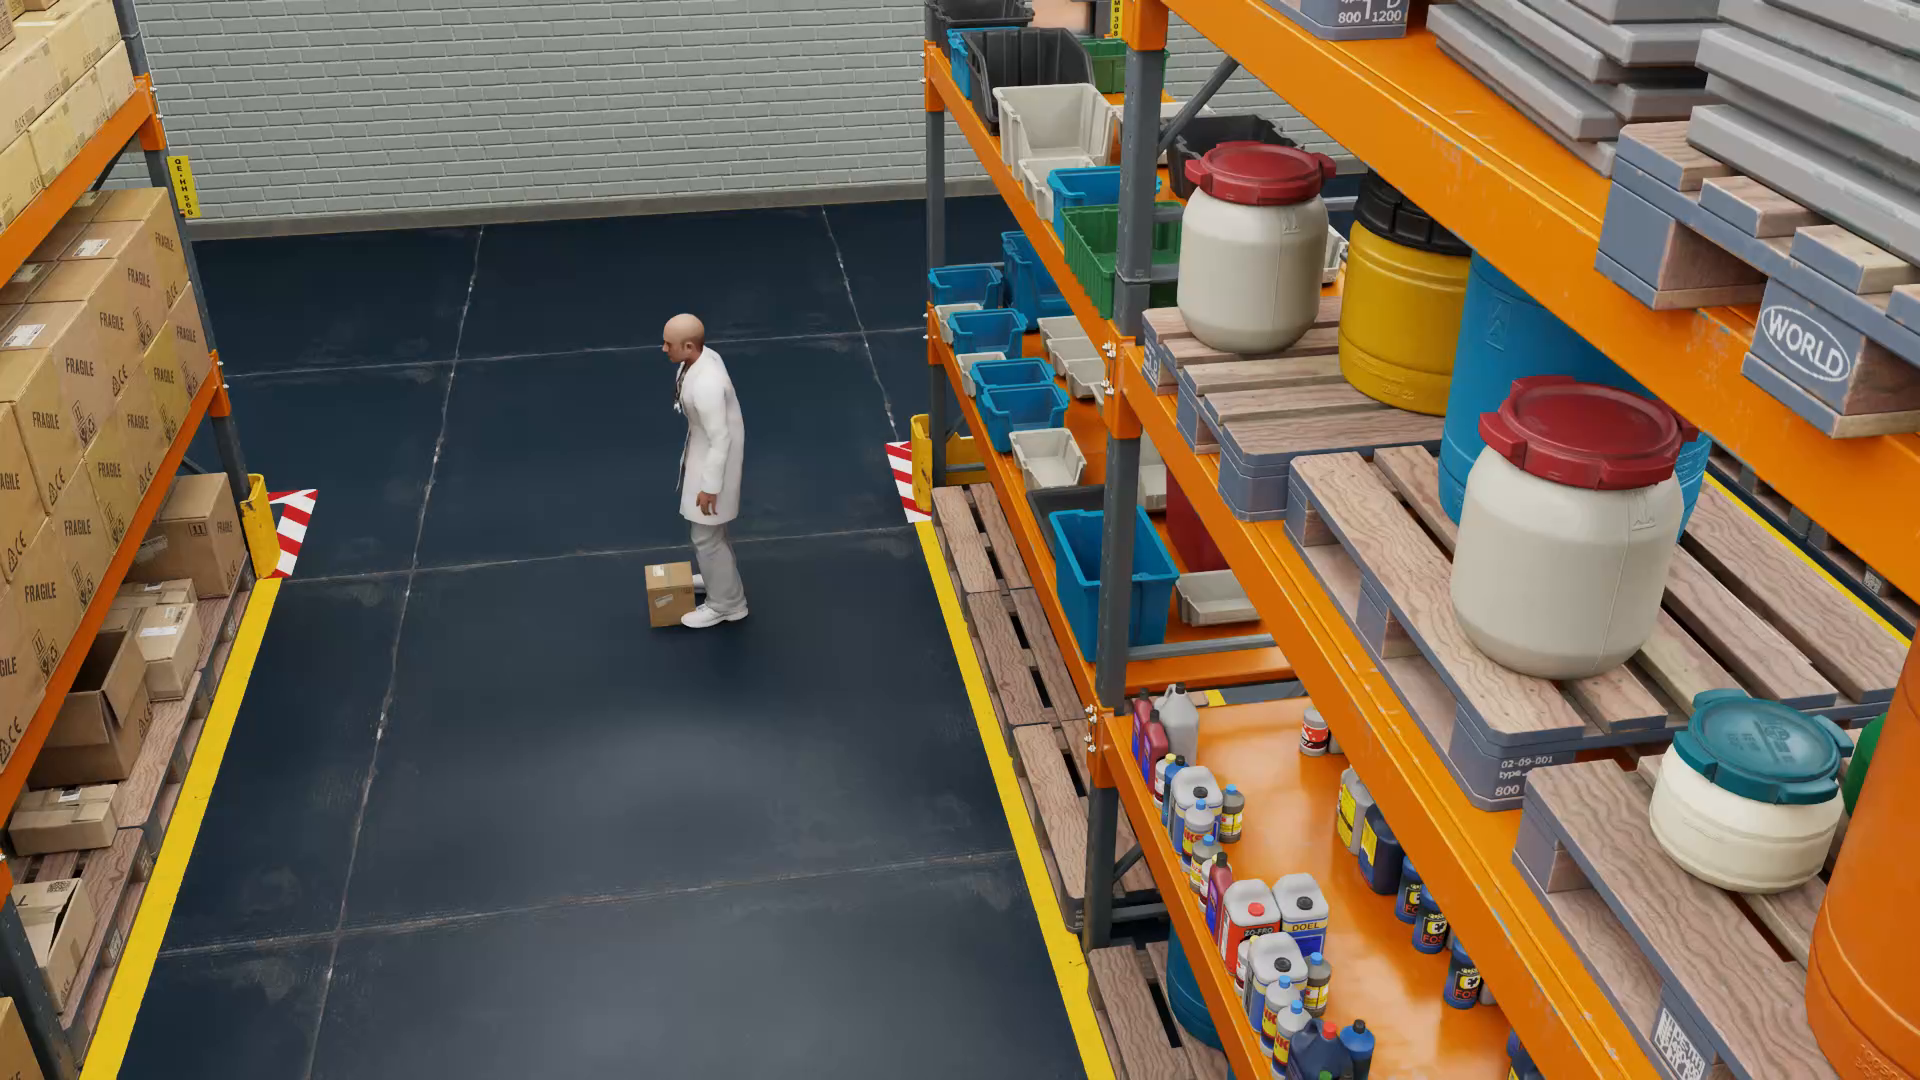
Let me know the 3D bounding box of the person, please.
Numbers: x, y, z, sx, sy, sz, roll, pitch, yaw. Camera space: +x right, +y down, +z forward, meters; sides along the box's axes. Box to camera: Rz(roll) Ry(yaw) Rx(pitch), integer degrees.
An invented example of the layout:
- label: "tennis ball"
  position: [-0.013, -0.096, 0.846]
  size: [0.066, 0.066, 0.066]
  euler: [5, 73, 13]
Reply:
- label: "person"
  position: [-1.347, -0.378, 8.805]
  size: [0.428, 1.773, 0.651]
  euler: [-7, 31, -12]
